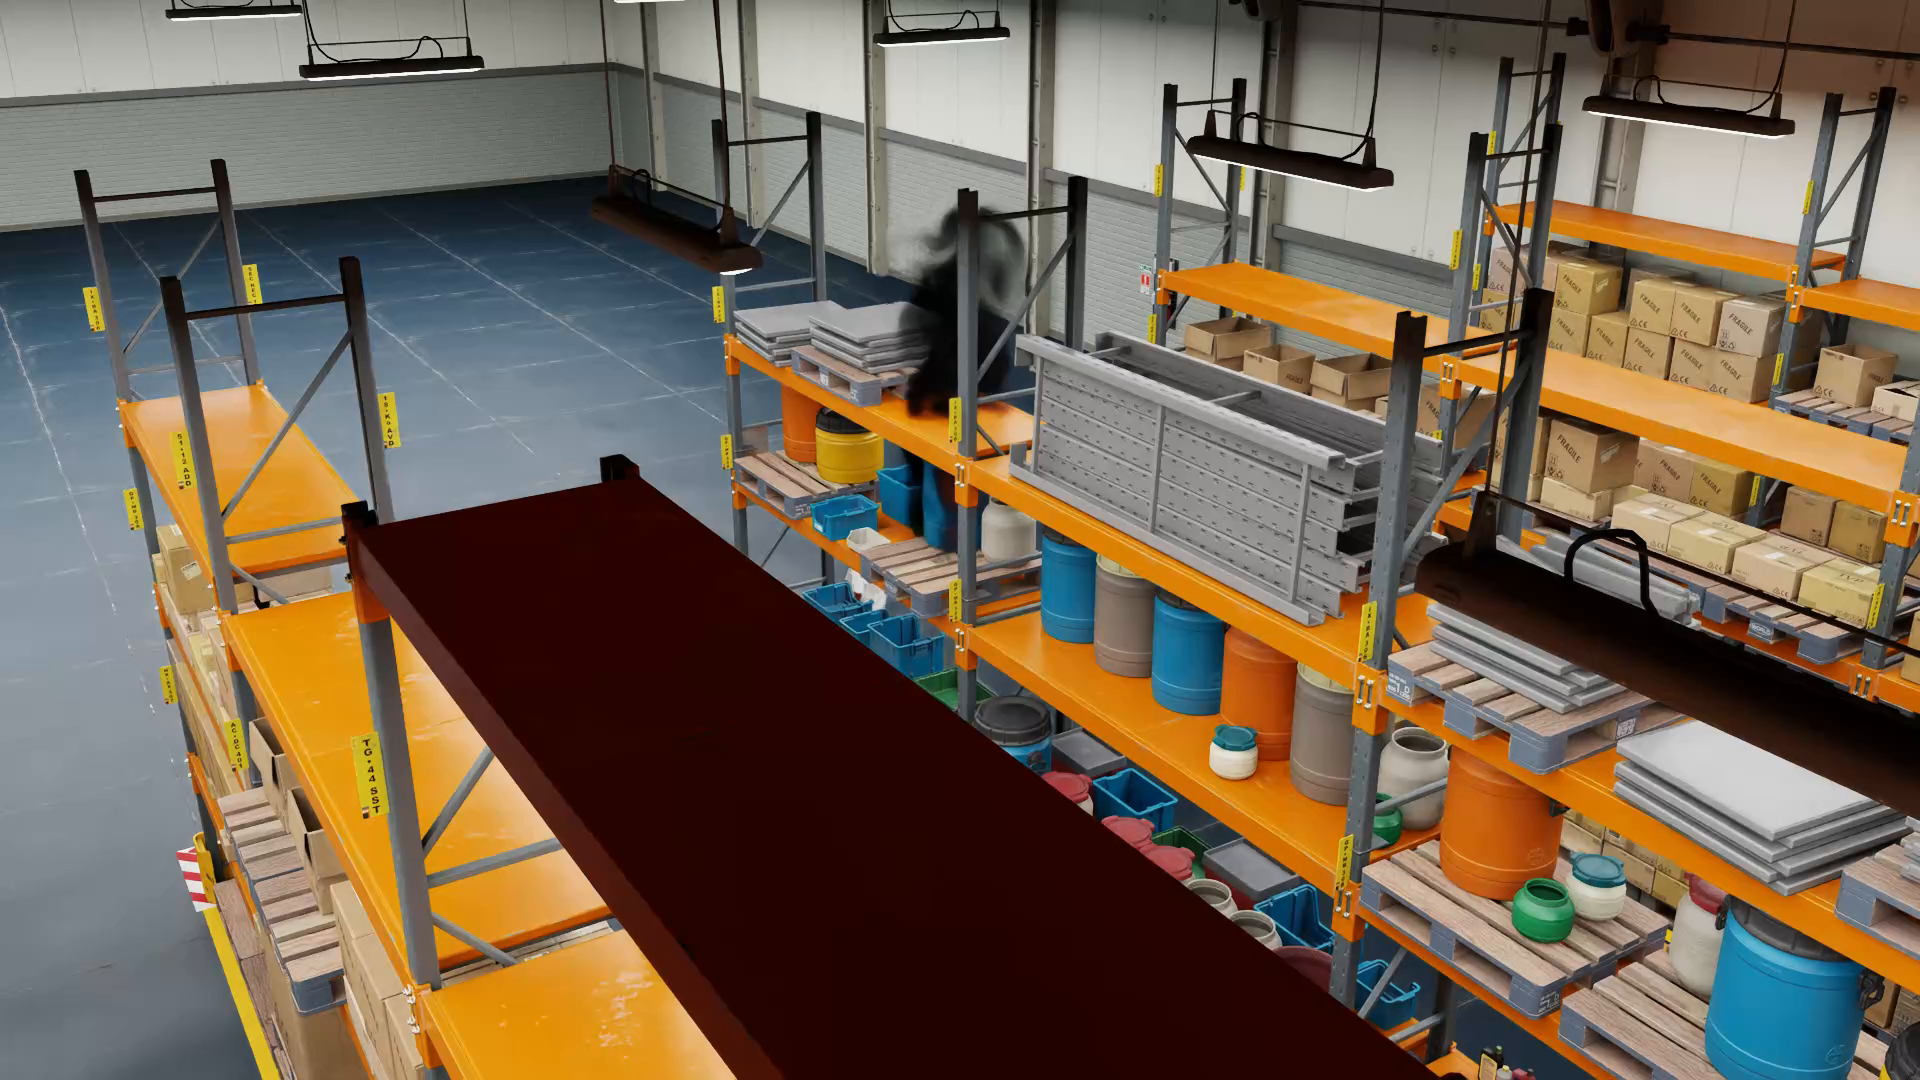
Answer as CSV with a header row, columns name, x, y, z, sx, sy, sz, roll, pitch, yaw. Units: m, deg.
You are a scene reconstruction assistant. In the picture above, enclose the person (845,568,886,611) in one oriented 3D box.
name,x,y,z,sx,sy,sz,roll,pitch,yaw
person,-0.939,0.717,17.354,0.575,1.723,0.716,9,24,21
